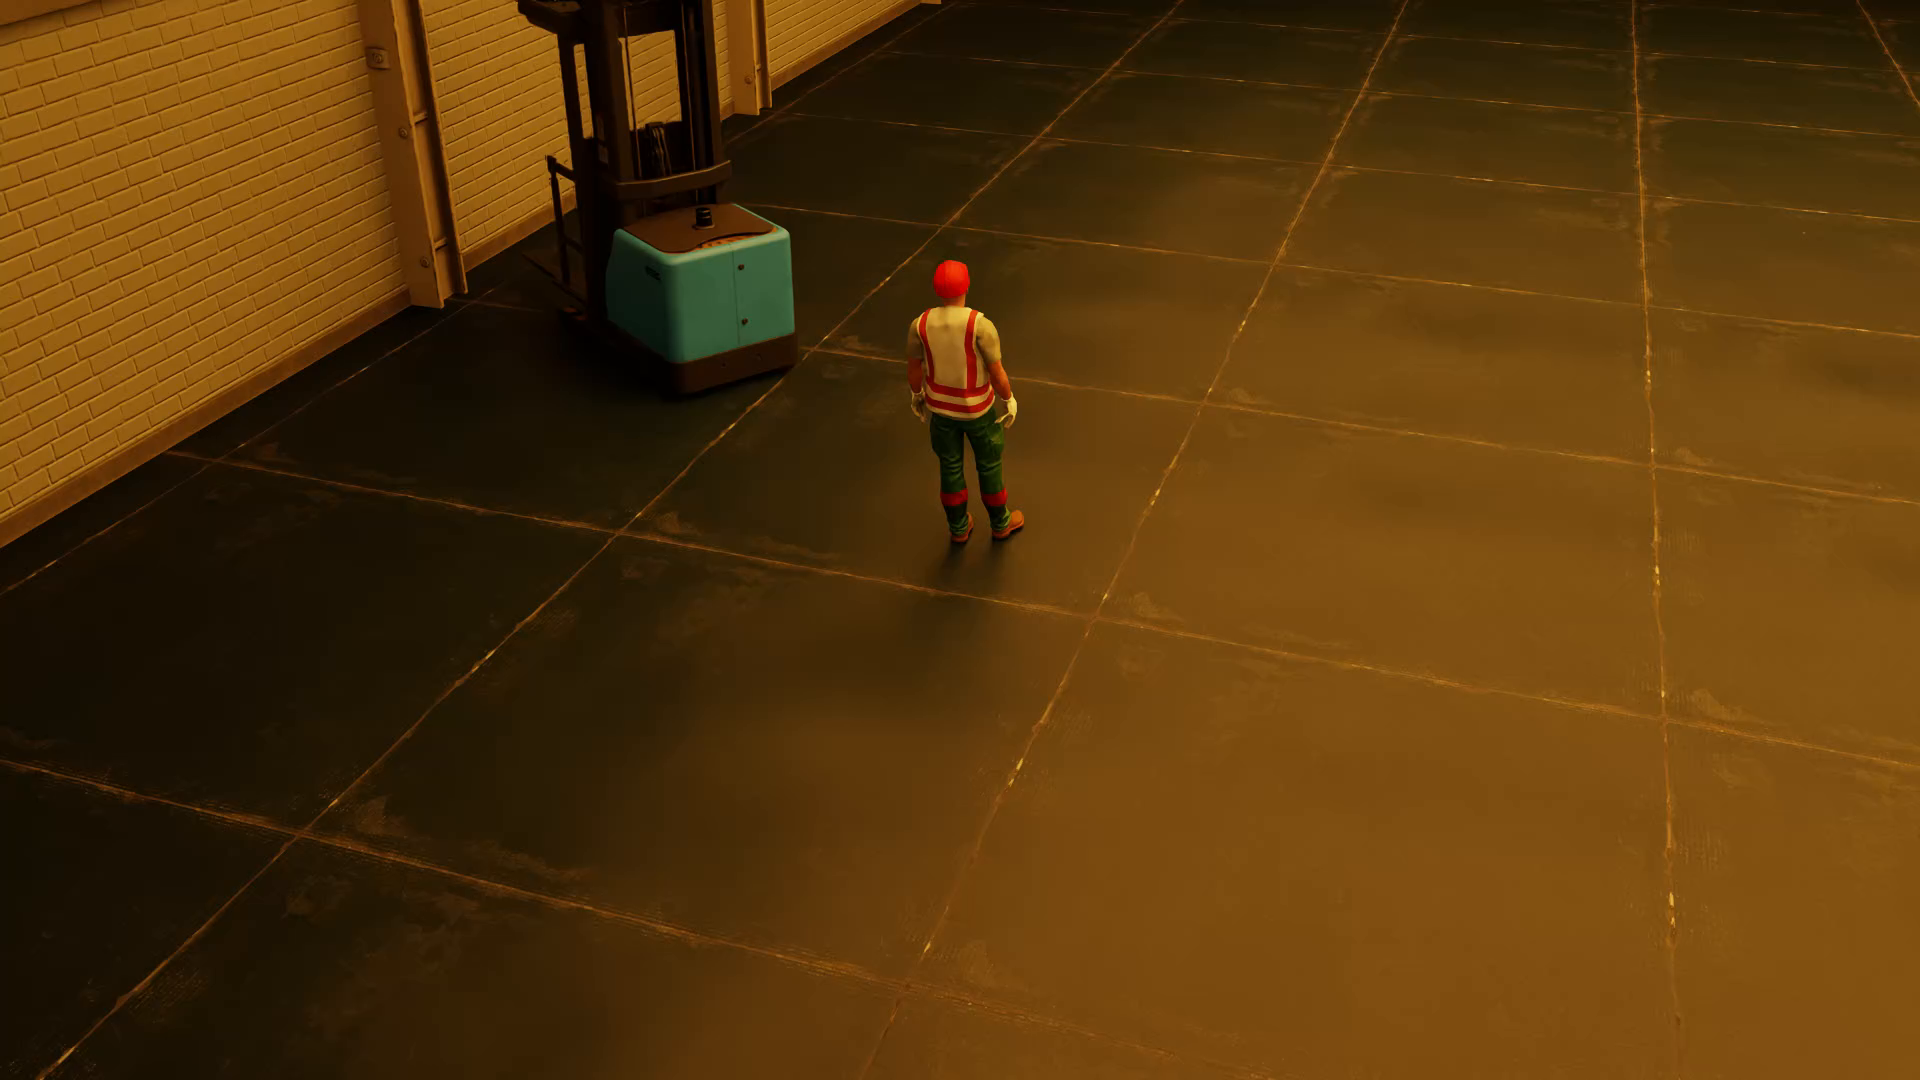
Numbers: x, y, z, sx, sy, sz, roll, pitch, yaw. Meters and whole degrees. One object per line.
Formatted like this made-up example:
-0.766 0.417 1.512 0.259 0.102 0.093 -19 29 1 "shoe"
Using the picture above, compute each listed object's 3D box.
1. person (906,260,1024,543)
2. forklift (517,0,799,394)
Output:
0.036 -0.819 9.713 0.638 1.789 0.562 10 31 16 "person"
-2.476 -2.975 12.355 1.130 2.935 3.031 -20 35 -31 "forklift"
